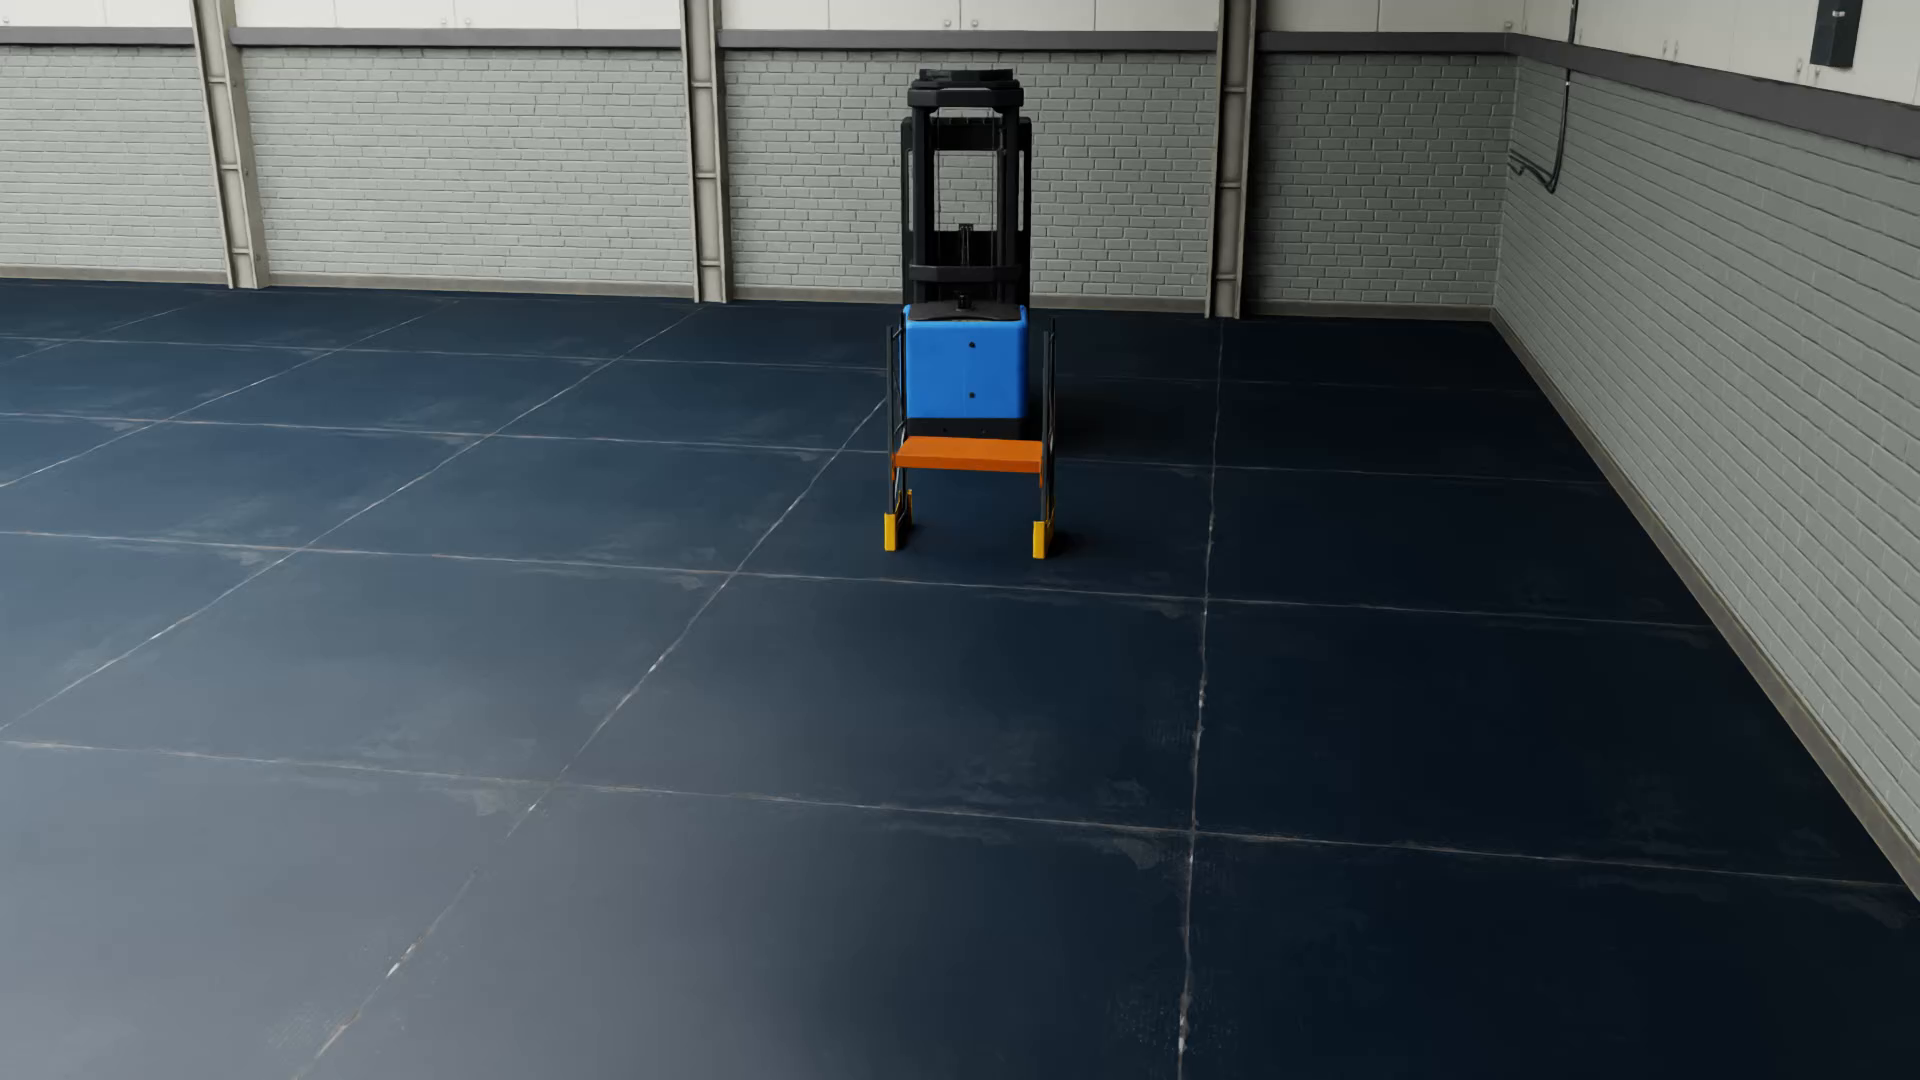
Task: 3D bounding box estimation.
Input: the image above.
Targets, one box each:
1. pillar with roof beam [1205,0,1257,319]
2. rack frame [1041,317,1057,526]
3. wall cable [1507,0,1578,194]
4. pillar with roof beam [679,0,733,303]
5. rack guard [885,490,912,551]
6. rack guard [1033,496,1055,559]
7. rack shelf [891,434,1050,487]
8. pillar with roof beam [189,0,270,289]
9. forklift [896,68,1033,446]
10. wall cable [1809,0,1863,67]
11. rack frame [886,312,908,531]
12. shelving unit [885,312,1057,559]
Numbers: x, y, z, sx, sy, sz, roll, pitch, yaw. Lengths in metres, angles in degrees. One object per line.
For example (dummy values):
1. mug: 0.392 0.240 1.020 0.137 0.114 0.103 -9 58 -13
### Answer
1. pillar with roof beam: 2.308 -5.477 13.489 0.400 9.000 9.100 3 19 9
2. rack frame: 0.586 -0.681 10.976 0.032 1.500 0.500 3 19 9
3. wall cable: 5.690 -4.790 16.331 0.112 2.526 3.097 3 19 9
4. pillar with roof beam: -3.616 -5.779 14.392 0.400 9.000 9.100 3 19 9
5. rack guard: -0.416 -0.140 11.327 0.087 0.250 0.587 3 19 9
6. rack guard: 0.567 -0.090 11.177 0.087 0.250 0.587 3 19 9
7. rack shelf: 0.084 -0.536 11.109 1.000 0.185 0.538 3 19 9
8. pillar with roof beam: -9.540 -6.081 15.294 0.400 9.000 9.100 3 19 9
9. forklift: 0.055 -2.542 14.281 1.130 2.935 3.031 0 19 1
10. wall cable: 4.168 -4.902 6.413 0.169 6.003 2.305 3 19 9
11. rack frame: -0.418 -0.733 11.129 0.032 1.500 0.500 3 19 9
12. shelving unit: 0.075 -0.707 11.054 1.083 1.500 0.587 3 19 9
